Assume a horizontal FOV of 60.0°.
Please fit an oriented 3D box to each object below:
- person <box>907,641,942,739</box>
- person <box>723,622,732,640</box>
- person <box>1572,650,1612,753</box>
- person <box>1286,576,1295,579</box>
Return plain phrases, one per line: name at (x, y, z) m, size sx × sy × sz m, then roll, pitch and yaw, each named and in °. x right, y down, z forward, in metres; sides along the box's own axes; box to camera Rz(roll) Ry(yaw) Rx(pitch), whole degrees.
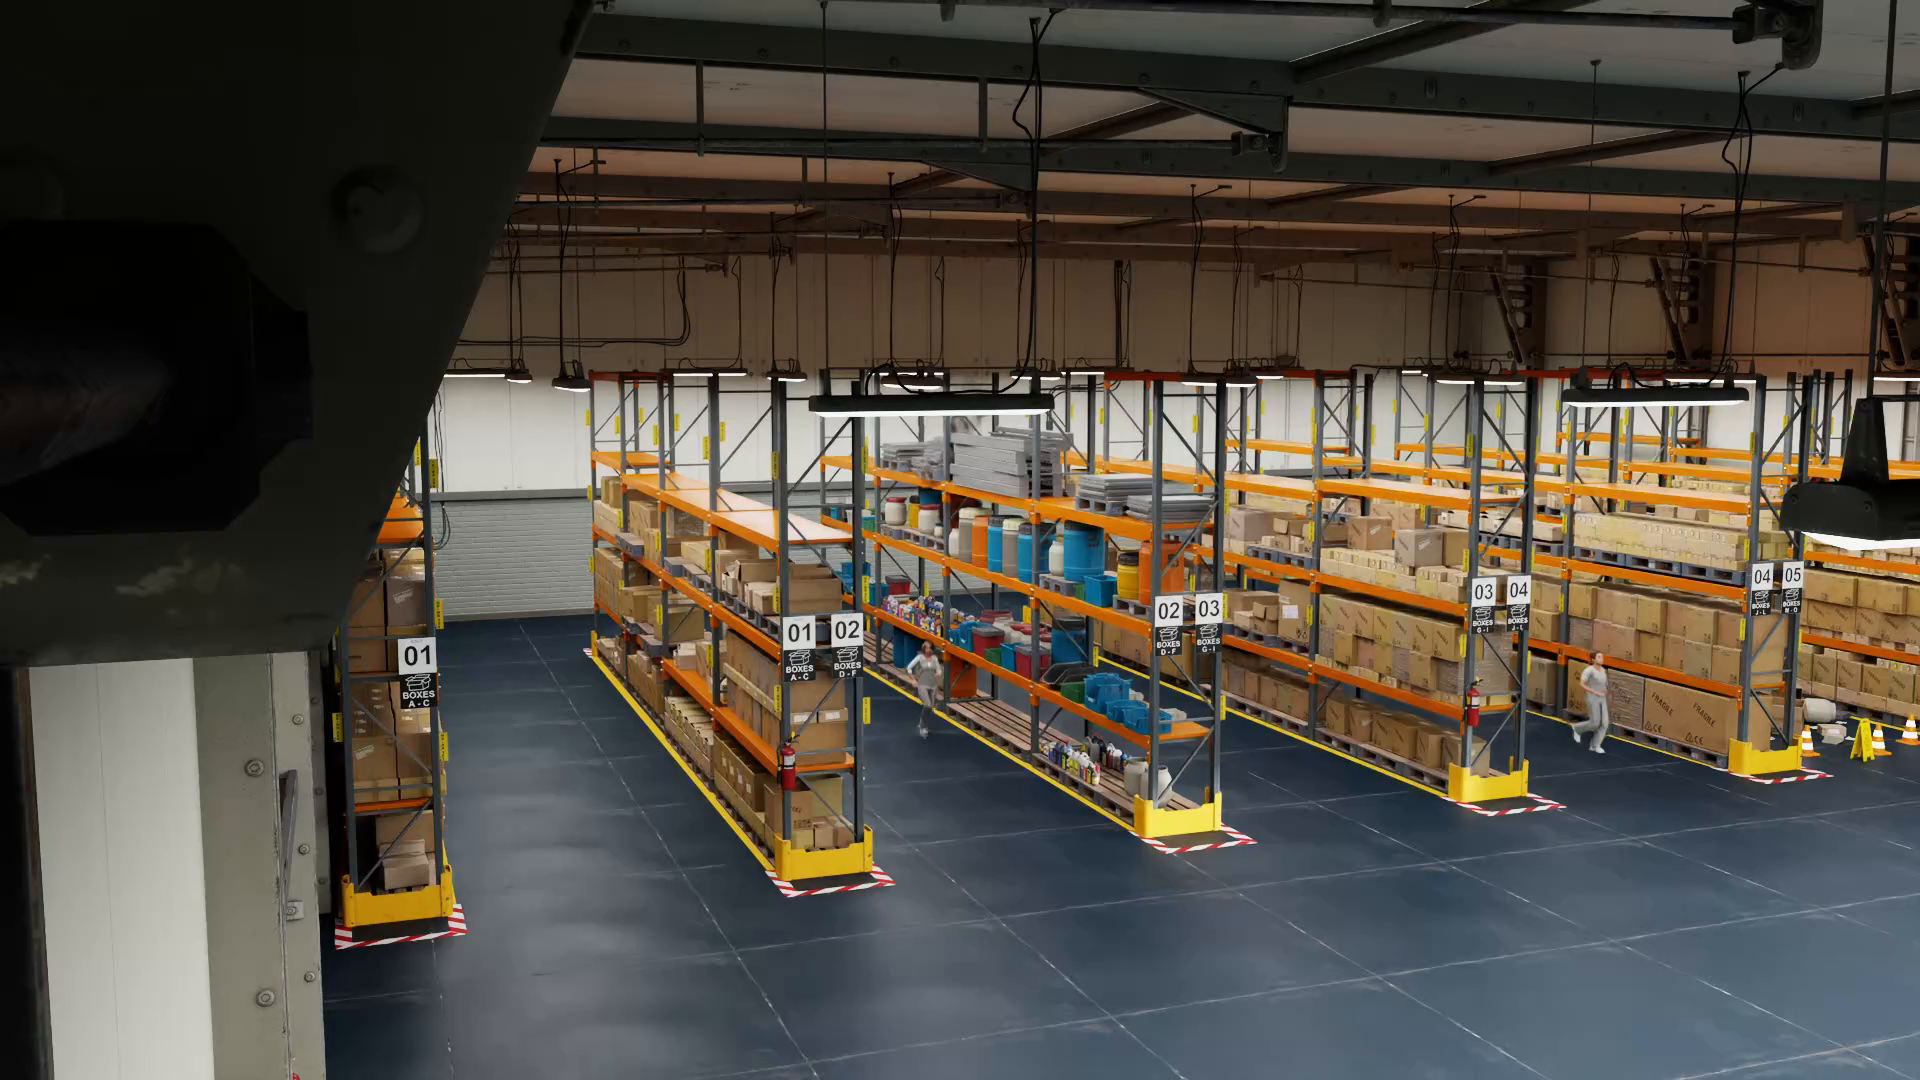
person at (-0.550, 2.472, 27.491) m, size 0.510 × 1.607 × 0.676 m, roll -3°, pitch 7°, yaw -26°
person at (-4.811, 1.665, 34.246) m, size 0.666 × 1.783 × 0.907 m, roll -3°, pitch 7°, yaw -26°
person at (10.124, 2.557, 26.584) m, size 0.563 × 1.628 × 0.639 m, roll -3°, pitch 7°, yaw -27°
person at (6.938, 1.599, 35.029) m, size 0.592 × 1.698 × 0.900 m, roll -3°, pitch 7°, yaw -22°
